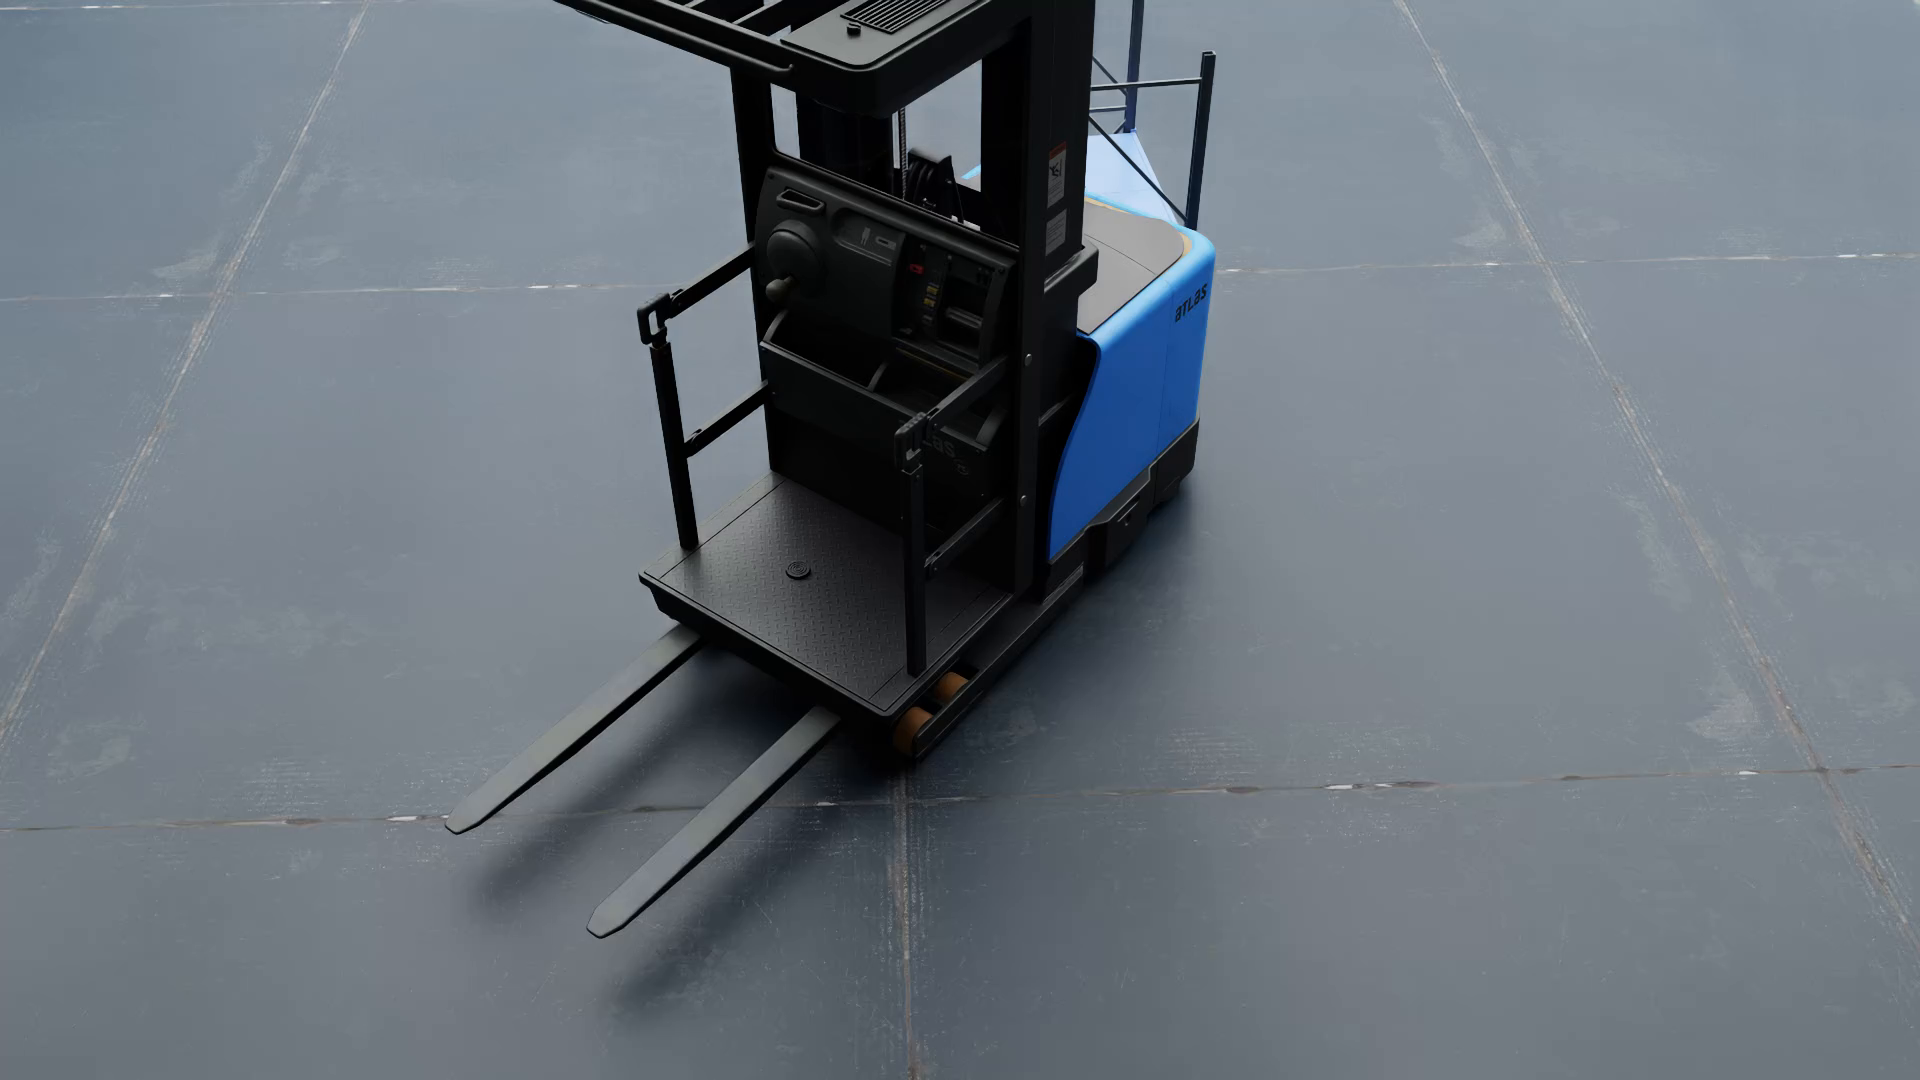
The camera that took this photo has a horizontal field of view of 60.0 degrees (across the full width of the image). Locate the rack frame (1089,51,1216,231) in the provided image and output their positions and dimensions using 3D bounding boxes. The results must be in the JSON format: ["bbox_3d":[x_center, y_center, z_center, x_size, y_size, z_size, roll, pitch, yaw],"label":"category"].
[{"bbox_3d":[0.662,-1.159,6.405,0.500,1.500,0.032,-6,43,-6],"label":"rack frame"}]

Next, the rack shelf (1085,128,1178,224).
[{"bbox_3d":[0.586,-1.366,6.897,0.538,0.185,1.000,-6,43,-6],"label":"rack shelf"}]

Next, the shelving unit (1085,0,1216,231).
[{"bbox_3d":[0.586,-1.499,6.775,0.538,1.500,1.048,-6,43,-6],"label":"shelving unit"}]

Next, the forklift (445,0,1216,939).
[{"bbox_3d":[-0.374,-0.744,4.892,1.130,2.935,3.031,27,49,26],"label":"forklift"}]

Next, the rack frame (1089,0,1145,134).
[{"bbox_3d":[0.509,-1.838,7.146,0.500,1.500,0.032,-6,43,-6],"label":"rack frame"}]
